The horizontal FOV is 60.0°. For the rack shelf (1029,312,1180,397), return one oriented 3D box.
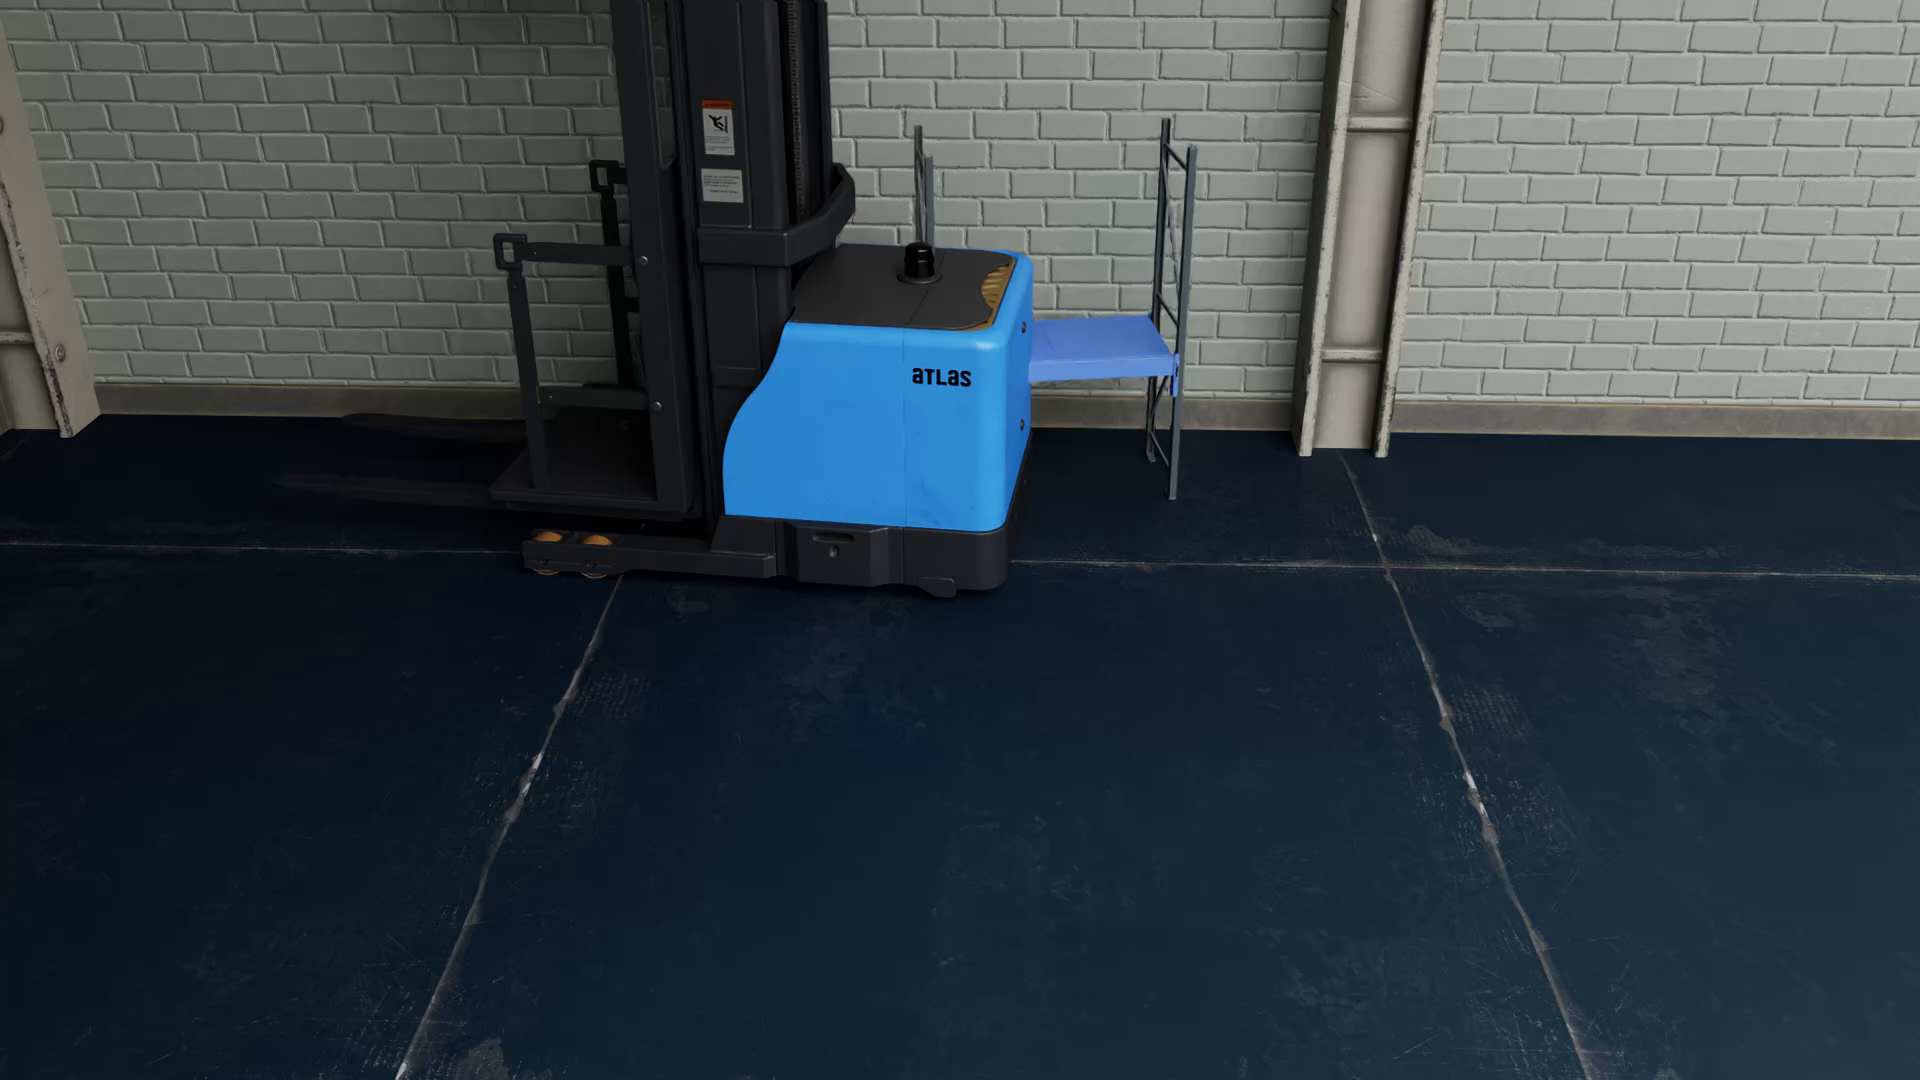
[{"bbox_3d":[0.367,-0.761,6.966,1.000,0.185,0.538,-3,28,-6],"label":"rack shelf"}]

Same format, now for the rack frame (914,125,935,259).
[{"bbox_3d":[-0.139,-0.892,6.834,0.032,1.500,0.500,-3,28,-6],"label":"rack frame"}]

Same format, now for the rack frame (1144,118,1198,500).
[{"bbox_3d":[0.871,-0.949,6.931,0.032,1.500,0.500,-3,28,-6],"label":"rack frame"}]

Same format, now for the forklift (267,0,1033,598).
[{"bbox_3d":[-1.256,-1.384,6.231,3.031,2.935,1.130,4,28,8],"label":"forklift"}]

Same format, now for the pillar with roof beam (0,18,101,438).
[{"bbox_3d":[-4.426,-2.507,1.871,0.400,9.000,9.100,1,28,2],"label":"pillar with roof beam"}]

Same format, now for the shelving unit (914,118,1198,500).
[{"bbox_3d":[0.366,-0.920,6.883,1.048,1.500,0.538,-3,28,-6],"label":"shelving unit"}]

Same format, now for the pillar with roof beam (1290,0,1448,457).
[{"bbox_3d":[1.571,-2.408,1.684,0.400,9.000,9.100,1,28,2],"label":"pillar with roof beam"}]
